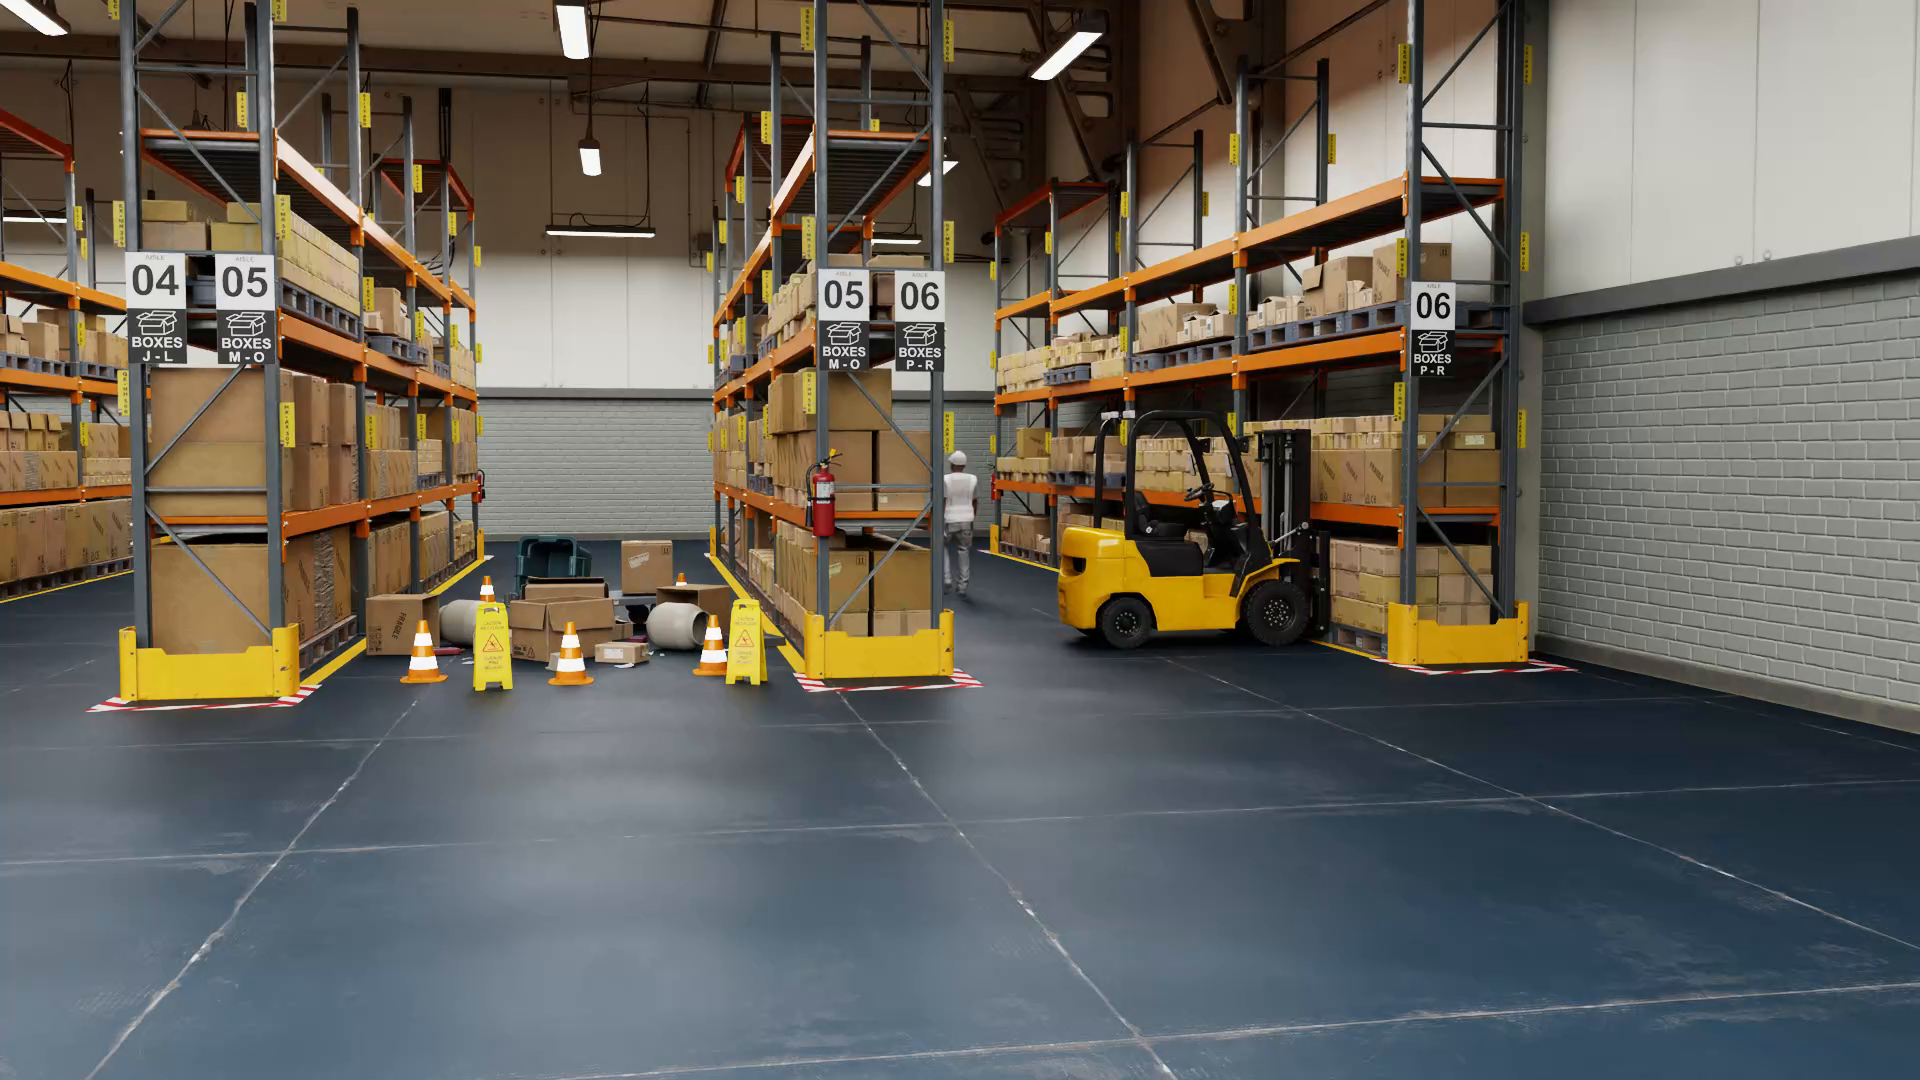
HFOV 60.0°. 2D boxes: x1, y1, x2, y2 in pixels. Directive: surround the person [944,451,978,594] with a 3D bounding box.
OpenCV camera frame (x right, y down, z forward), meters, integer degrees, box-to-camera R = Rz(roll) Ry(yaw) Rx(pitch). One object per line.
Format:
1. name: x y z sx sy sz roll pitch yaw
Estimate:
1. person: -0.045 -0.201 20.789 0.544 1.825 0.489 -1 3 -13
